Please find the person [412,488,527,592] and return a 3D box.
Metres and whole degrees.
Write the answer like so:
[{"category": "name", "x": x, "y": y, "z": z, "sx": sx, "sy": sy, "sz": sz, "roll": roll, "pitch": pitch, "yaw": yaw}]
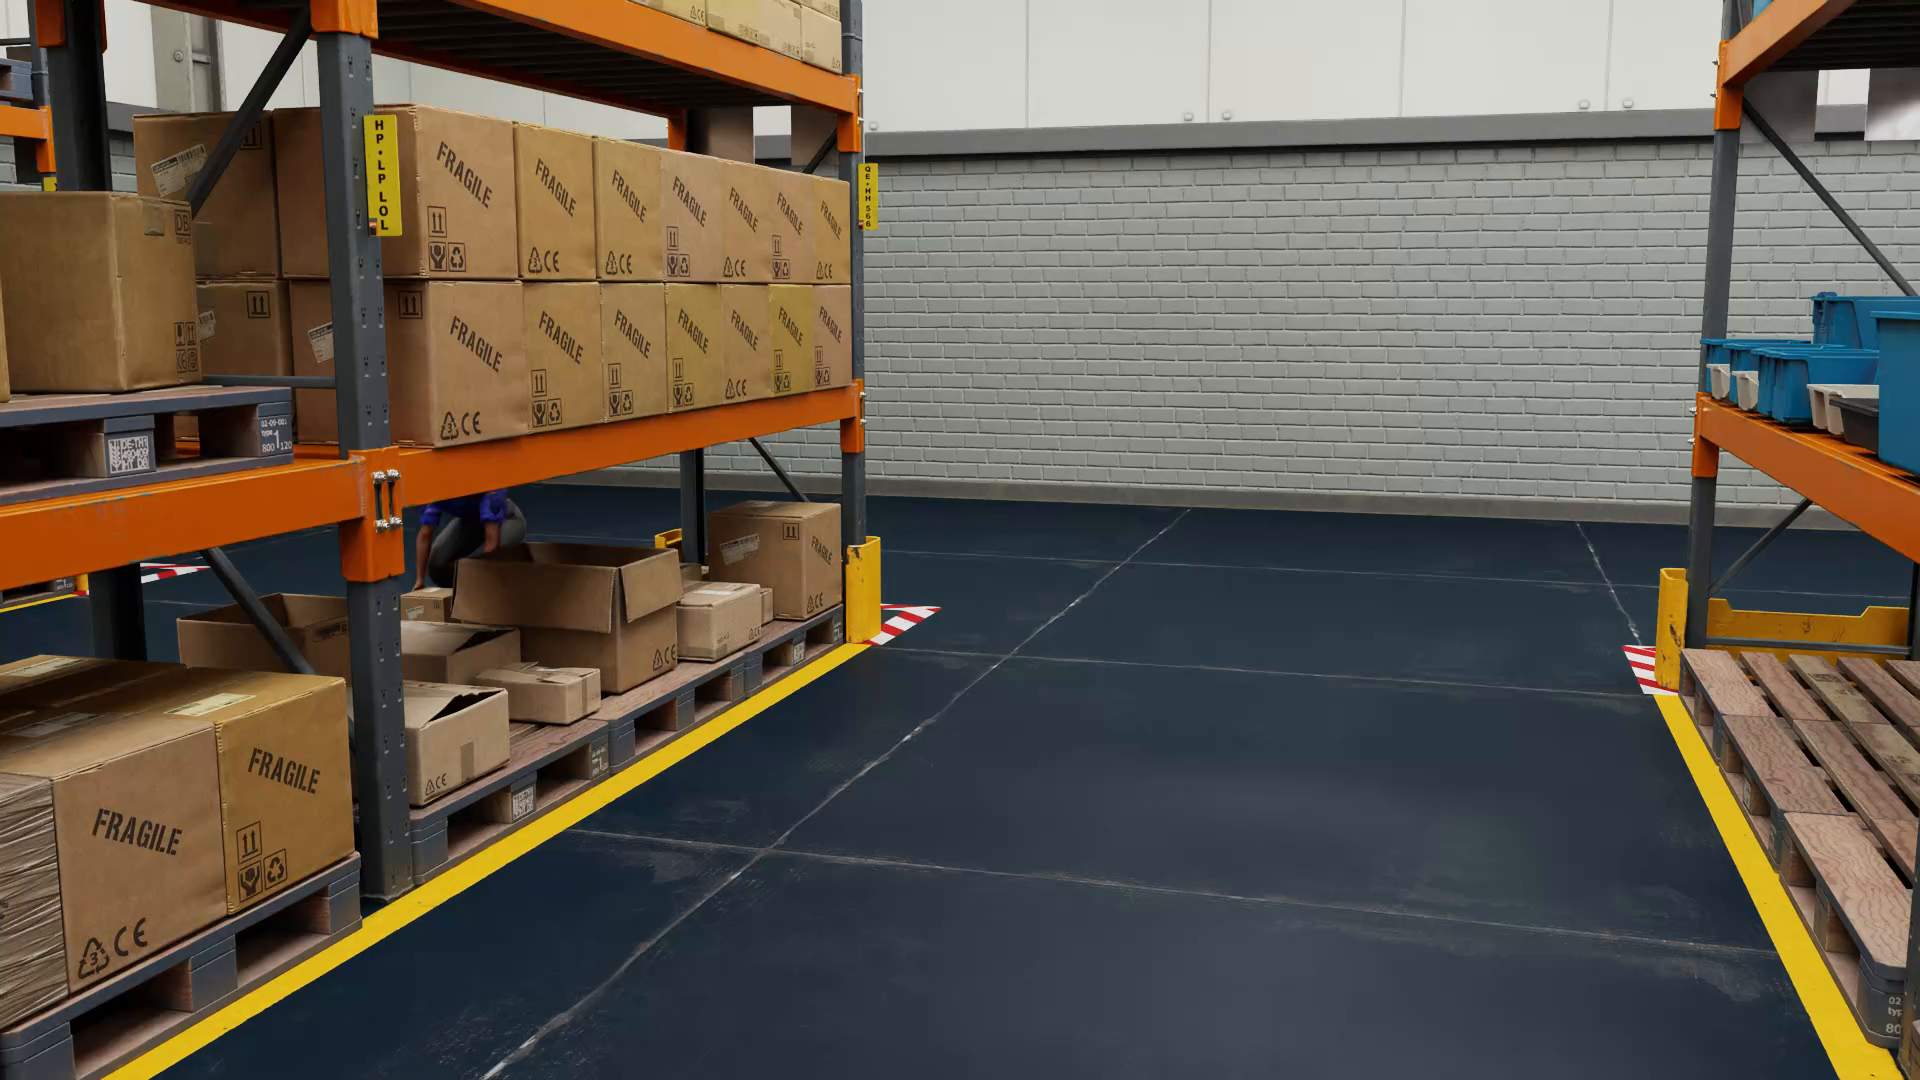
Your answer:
[{"category": "person", "x": -2.576, "y": -0.019, "z": 8.824, "sx": 0.486, "sy": 0.977, "sz": 0.783, "roll": 2, "pitch": 9, "yaw": 11}]
